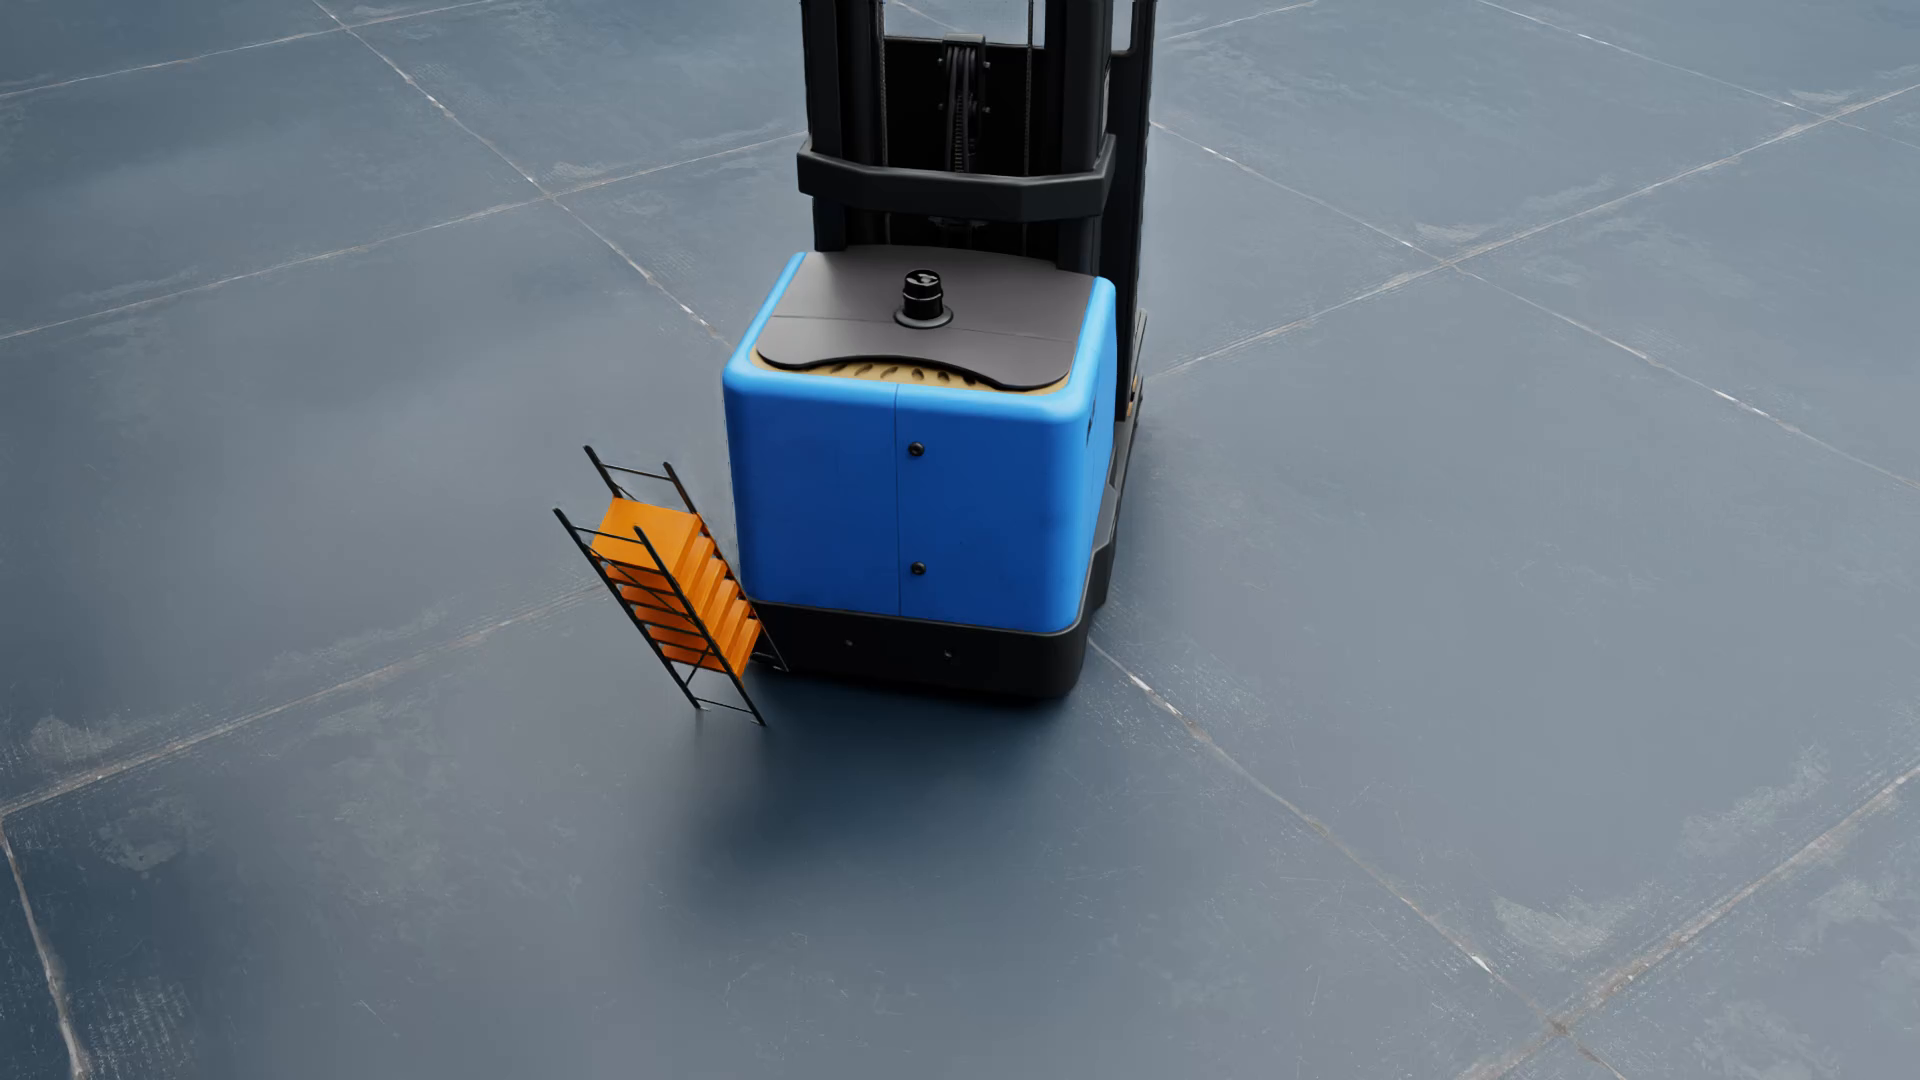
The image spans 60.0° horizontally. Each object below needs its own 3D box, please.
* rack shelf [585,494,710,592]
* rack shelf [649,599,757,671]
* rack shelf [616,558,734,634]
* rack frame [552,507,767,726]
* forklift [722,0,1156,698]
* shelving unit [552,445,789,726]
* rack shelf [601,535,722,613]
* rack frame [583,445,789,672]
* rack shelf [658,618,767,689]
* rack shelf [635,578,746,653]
[{"bbox_3d":[-0.799,0.008,4.259,0.258,0.103,0.180,12,64,16],"label":"rack shelf"},{"bbox_3d":[-0.727,0.241,4.672,0.258,0.103,0.180,12,64,16],"label":"rack shelf"},{"bbox_3d":[-0.763,0.124,4.465,0.258,0.103,0.180,12,64,16],"label":"rack shelf"},{"bbox_3d":[-0.780,0.239,4.491,0.240,1.200,0.006,12,64,16],"label":"rack frame"},{"bbox_3d":[0.098,-1.573,5.427,1.130,2.935,3.031,6,36,8],"label":"forklift"},{"bbox_3d":[-0.752,0.161,4.530,0.258,1.200,0.189,12,64,16],"label":"shelving unit"},{"bbox_3d":[-0.781,0.066,4.362,0.258,0.103,0.180,12,64,16],"label":"rack shelf"},{"bbox_3d":[-0.724,0.083,4.570,0.240,1.200,0.006,12,64,16],"label":"rack frame"},{"bbox_3d":[-0.709,0.299,4.775,0.258,0.103,0.180,12,64,16],"label":"rack shelf"},{"bbox_3d":[-0.745,0.183,4.569,0.258,0.103,0.180,12,64,16],"label":"rack shelf"}]
